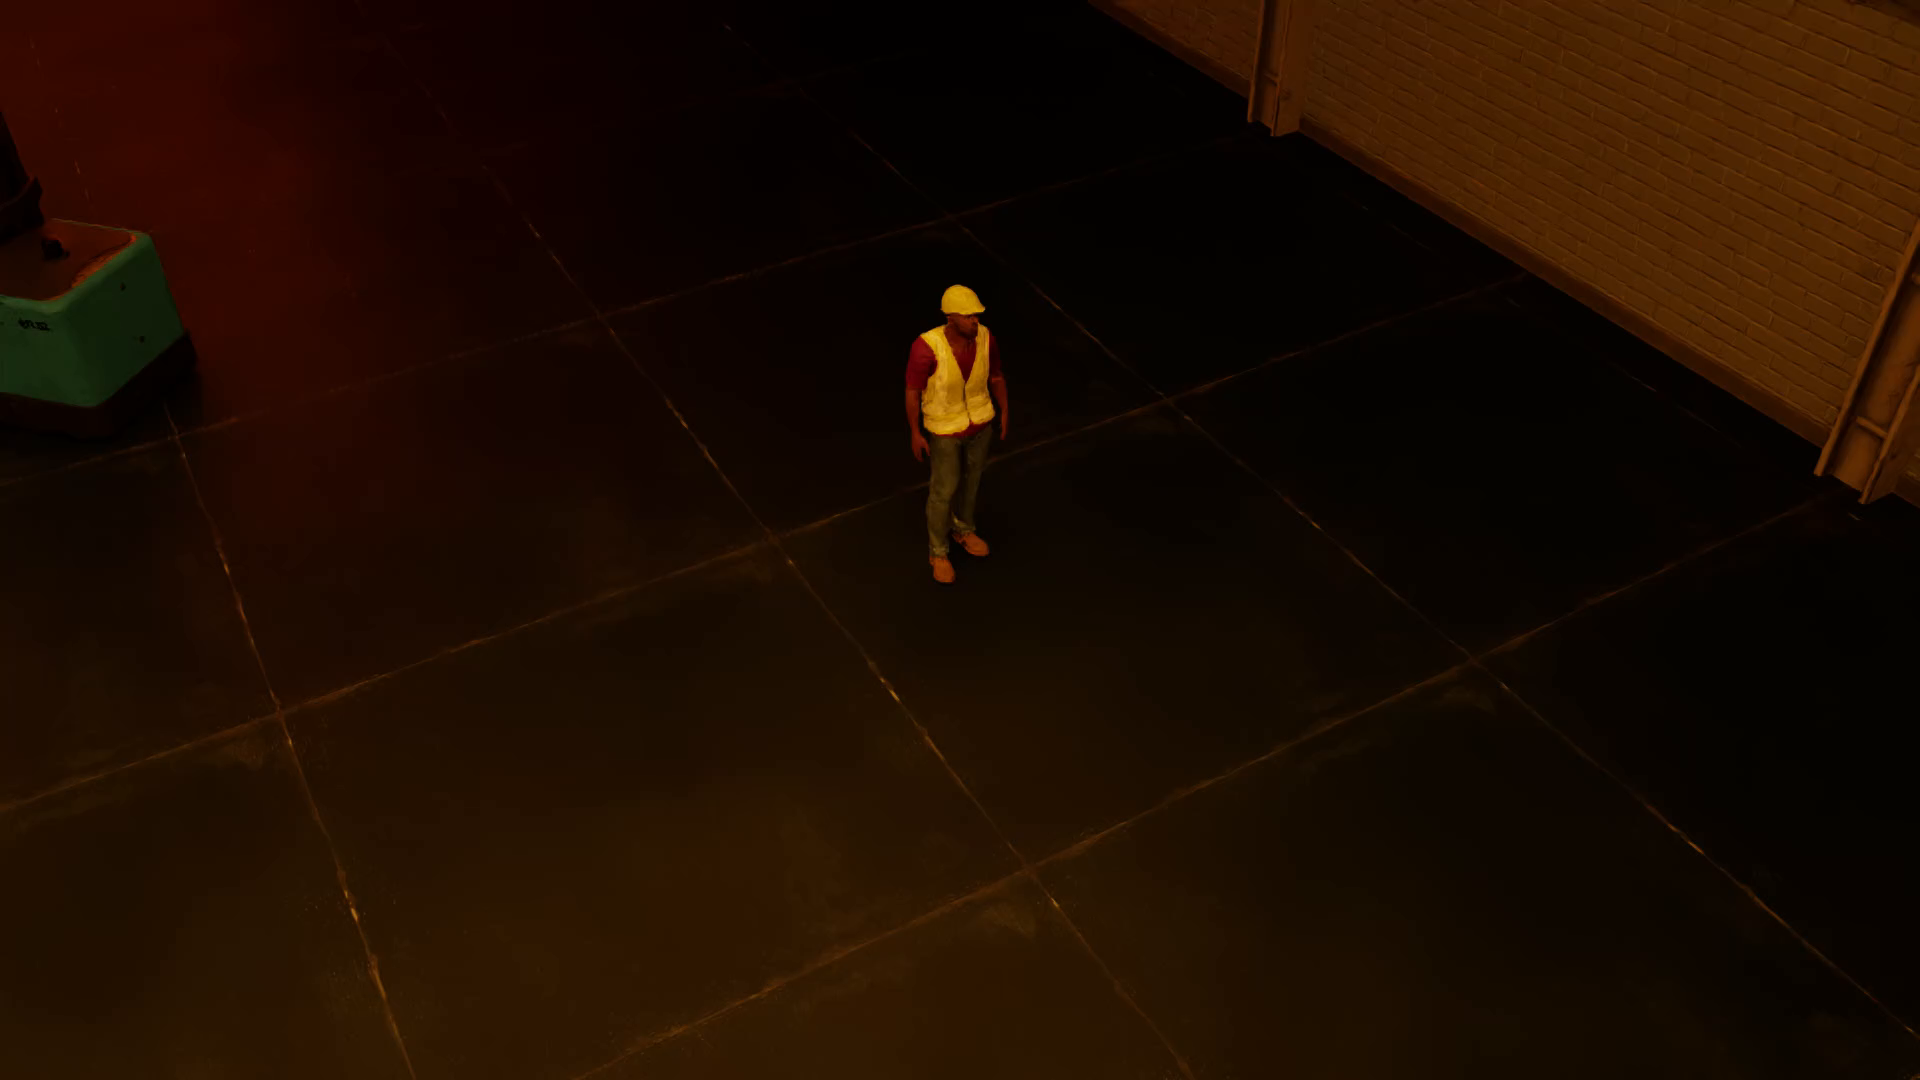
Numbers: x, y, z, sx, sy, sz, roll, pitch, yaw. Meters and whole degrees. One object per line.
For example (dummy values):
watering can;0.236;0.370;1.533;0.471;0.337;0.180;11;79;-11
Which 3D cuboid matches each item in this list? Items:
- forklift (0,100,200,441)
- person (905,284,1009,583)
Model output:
forklift;-6.944;-2.311;10.822;3.031;2.935;1.130;10;41;12
person;0.030;-0.645;9.715;0.665;1.766;0.576;-20;44;-23
